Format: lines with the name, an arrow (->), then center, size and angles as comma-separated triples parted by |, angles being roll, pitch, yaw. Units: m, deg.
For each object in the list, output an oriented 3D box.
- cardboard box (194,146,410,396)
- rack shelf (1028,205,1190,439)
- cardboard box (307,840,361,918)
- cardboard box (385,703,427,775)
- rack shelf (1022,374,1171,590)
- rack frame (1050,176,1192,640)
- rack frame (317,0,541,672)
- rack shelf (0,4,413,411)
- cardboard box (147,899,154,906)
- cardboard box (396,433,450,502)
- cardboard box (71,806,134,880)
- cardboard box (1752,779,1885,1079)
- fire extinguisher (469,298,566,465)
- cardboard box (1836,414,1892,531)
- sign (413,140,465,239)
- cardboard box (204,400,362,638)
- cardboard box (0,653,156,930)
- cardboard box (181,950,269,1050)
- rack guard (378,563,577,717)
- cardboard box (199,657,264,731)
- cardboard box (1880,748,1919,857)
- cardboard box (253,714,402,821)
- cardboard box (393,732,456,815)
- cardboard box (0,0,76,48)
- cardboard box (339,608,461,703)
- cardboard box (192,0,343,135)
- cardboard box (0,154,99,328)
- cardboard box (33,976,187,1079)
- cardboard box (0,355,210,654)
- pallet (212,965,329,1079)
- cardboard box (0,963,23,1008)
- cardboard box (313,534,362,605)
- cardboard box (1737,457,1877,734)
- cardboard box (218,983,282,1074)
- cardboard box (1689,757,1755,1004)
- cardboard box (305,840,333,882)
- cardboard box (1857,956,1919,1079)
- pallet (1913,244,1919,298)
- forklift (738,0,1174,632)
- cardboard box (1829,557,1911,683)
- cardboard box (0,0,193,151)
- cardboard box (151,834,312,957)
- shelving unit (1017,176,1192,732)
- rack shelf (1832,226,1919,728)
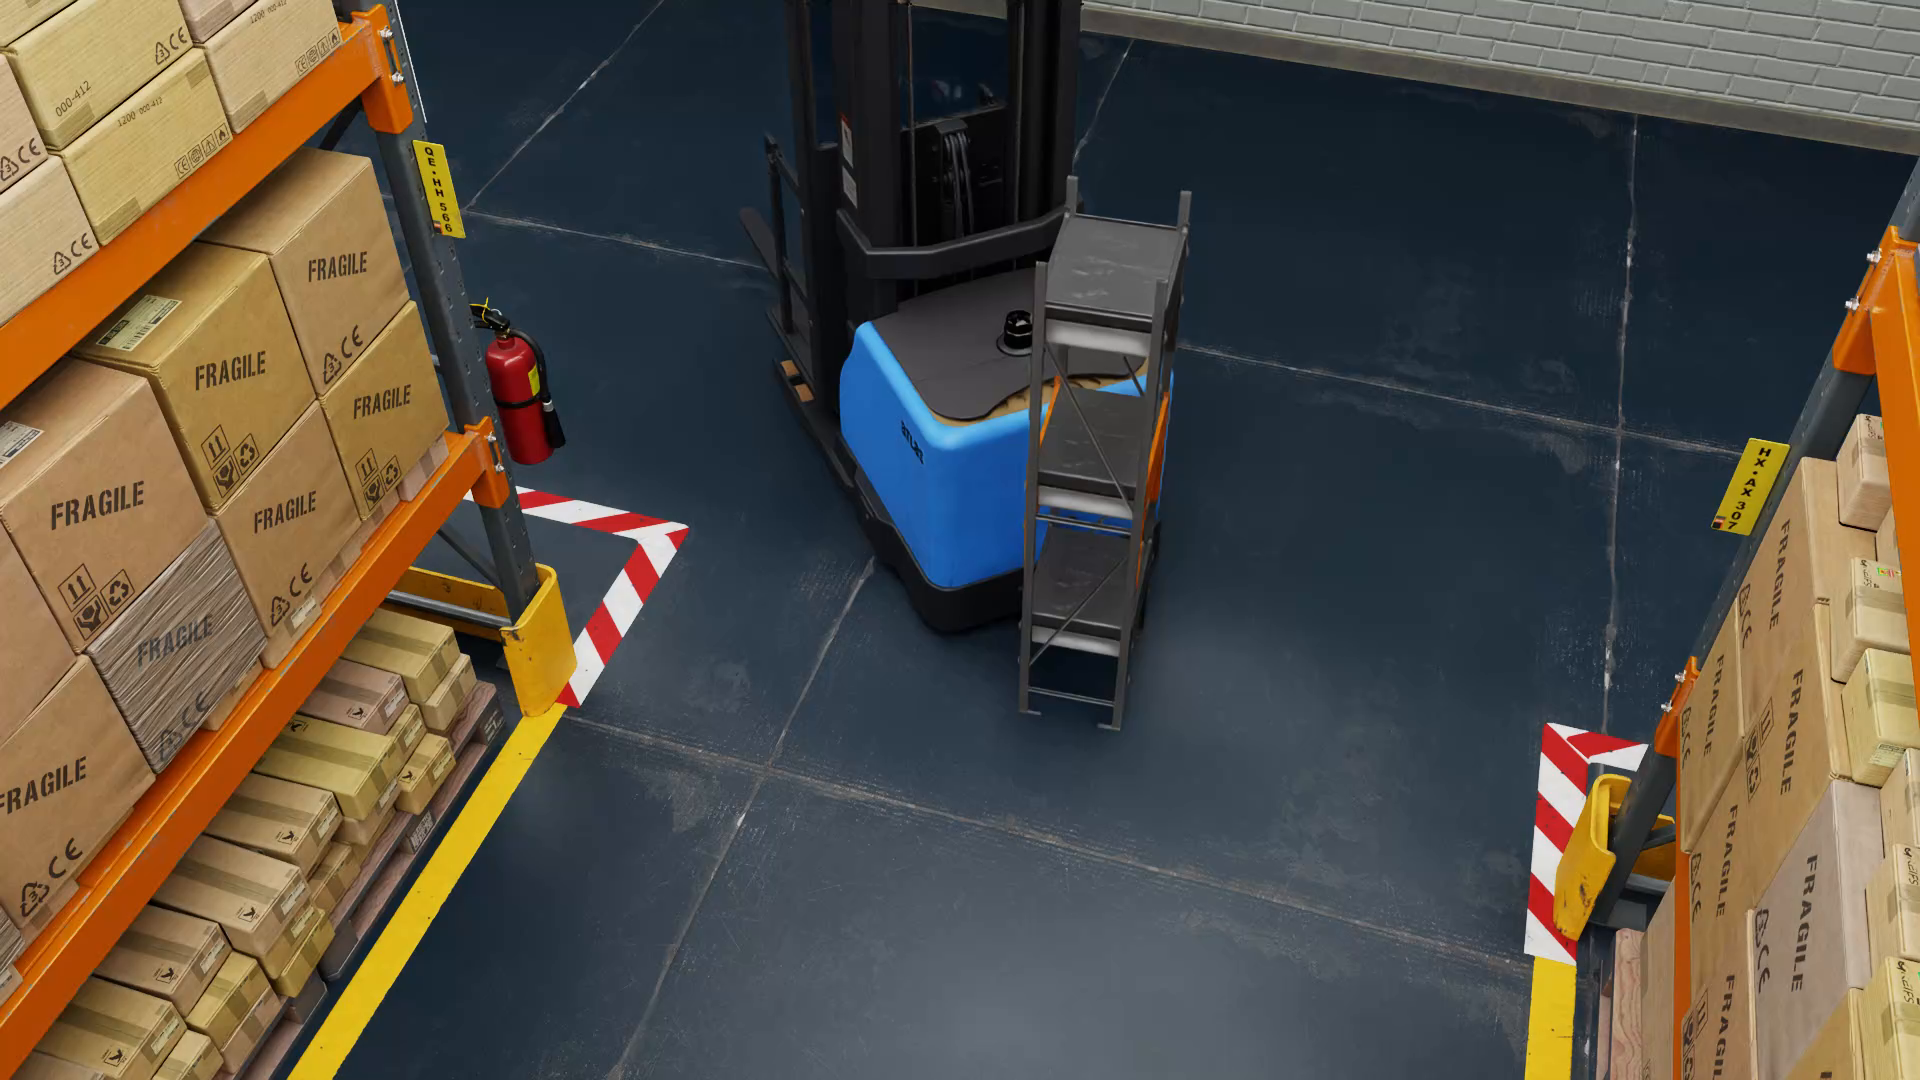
cardboard box -> -1.999, -0.804, 4.827 | 0.500, 0.500, 0.500 | 12, 46, 12
rack shelf -> 0.481, -0.707, 5.389 | 0.431, 0.518, 0.480 | 10, 45, 10
cardboard box -> -2.264, 1.120, 5.598 | 0.380, 0.149, 0.250 | 13, 46, 13
cardboard box -> -2.116, 0.675, 5.839 | 0.380, 0.149, 0.250 | 12, 46, 12
rack shelf -> 0.481, -0.207, 5.878 | 0.431, 0.518, 0.480 | 10, 45, 10
rack frame -> 0.539, -0.382, 6.038 | 0.400, 2.100, 0.015 | 10, 45, 10
rack frame -> -2.098, -0.662, 5.681 | 1.000, 3.000, 0.127 | 13, 46, 13
rack shelf -> -2.703, -0.144, 3.521 | 1.077, 0.370, 4.000 | 13, 46, 13
cardboard box -> -2.798, 1.093, 5.413 | 0.380, 0.149, 0.250 | 11, 45, 11
cardboard box -> -1.927, -0.295, 5.486 | 0.380, 0.149, 0.250 | 13, 46, 13
cardboard box -> -2.466, 0.725, 4.443 | 0.380, 0.149, 0.250 | 13, 46, 13
cardboard box -> 1.935, 0.876, 3.323 | 0.500, 0.500, 0.500 | 12, 46, 12
fire extinguisher -> -1.582, -0.571, 5.910 | 0.296, 0.674, 0.183 | 13, 46, 13
cardboard box -> 2.279, -0.128, 3.885 | 0.380, 0.149, 0.250 | 13, 46, 13
sign -> -1.575, -1.058, 5.032 | 0.100, 0.325, 0.005 | 13, 46, 13
cardboard box -> -2.149, -0.108, 4.830 | 0.500, 0.500, 0.500 | 12, 46, 12
cardboard box -> -2.455, 0.562, 4.146 | 0.500, 0.500, 0.500 | 15, 46, 15
cardboard box -> -2.381, 1.374, 5.125 | 0.380, 0.149, 0.250 | 15, 46, 15
rack guard -> -2.121, 0.282, 6.503 | 1.175, 0.500, 0.348 | 13, 46, 13
cardboard box -> -2.263, 0.377, 4.798 | 0.380, 0.149, 0.250 | 11, 45, 11
cardboard box -> 1.988, 0.576, 3.165 | 0.380, 0.149, 0.250 | 13, 46, 13
cardboard box -> -2.105, 0.755, 5.545 | 0.380, 0.149, 0.250 | 12, 46, 12
cardboard box -> -2.040, 0.795, 5.930 | 0.380, 0.149, 0.250 | 14, 46, 14
cardboard box -> -2.140, -1.204, 3.555 | 0.380, 0.149, 0.250 | 13, 46, 13
cardboard box -> -2.016, 0.401, 5.908 | 0.380, 0.149, 0.250 | 13, 46, 13
cardboard box -> -1.983, -1.321, 4.317 | 0.500, 0.250, 0.500 | 12, 46, 12
cardboard box -> -2.294, -0.652, 3.633 | 0.500, 0.250, 0.500 | 14, 46, 14
cardboard box -> -2.510, 1.438, 4.847 | 0.380, 0.149, 0.250 | 13, 46, 13
cardboard box -> -2.302, -0.118, 4.125 | 0.500, 0.500, 0.500 | 15, 46, 15
pallet -> -2.772, 1.730, 5.230 | 1.003, 0.211, 1.213 | 13, 46, 13
cardboard box -> -2.559, 1.086, 4.074 | 0.380, 0.149, 0.250 | 14, 46, 14
cardboard box -> -2.100, 0.033, 5.150 | 0.380, 0.149, 0.250 | 12, 46, 12
cardboard box -> 2.234, 0.185, 4.028 | 0.500, 0.500, 0.500 | 12, 46, 12
cardboard box -> -2.384, 1.481, 5.229 | 0.380, 0.149, 0.250 | 13, 46, 13
cardboard box -> 2.105, 0.885, 4.028 | 0.500, 0.500, 0.500 | 12, 46, 12
cardboard box -> -2.321, 1.017, 5.491 | 0.380, 0.149, 0.250 | 12, 46, 12
cardboard box -> 1.769, 0.897, 2.838 | 0.380, 0.149, 0.250 | 12, 46, 12
pallet -> 2.436, -0.225, 3.153 | 1.003, 0.211, 1.213 | 13, 46, 13
forklift -> -0.227, -1.721, 6.812 | 1.130, 2.935, 3.031 | -17, 47, -17
cardboard box -> 2.080, 0.211, 3.539 | 0.380, 0.149, 0.250 | 14, 46, 14
cardboard box -> -2.148, -1.157, 3.792 | 0.500, 0.250, 0.500 | 11, 46, 11
cardboard box -> -2.272, 1.106, 5.187 | 0.380, 0.149, 0.250 | 14, 46, 14
shelving unit -> 0.481, -0.216, 5.869 | 0.431, 2.100, 0.503 | 10, 45, 10
rack shelf -> 2.045, 0.837, 2.519 | 1.077, 0.370, 4.000 | 13, 46, 13
